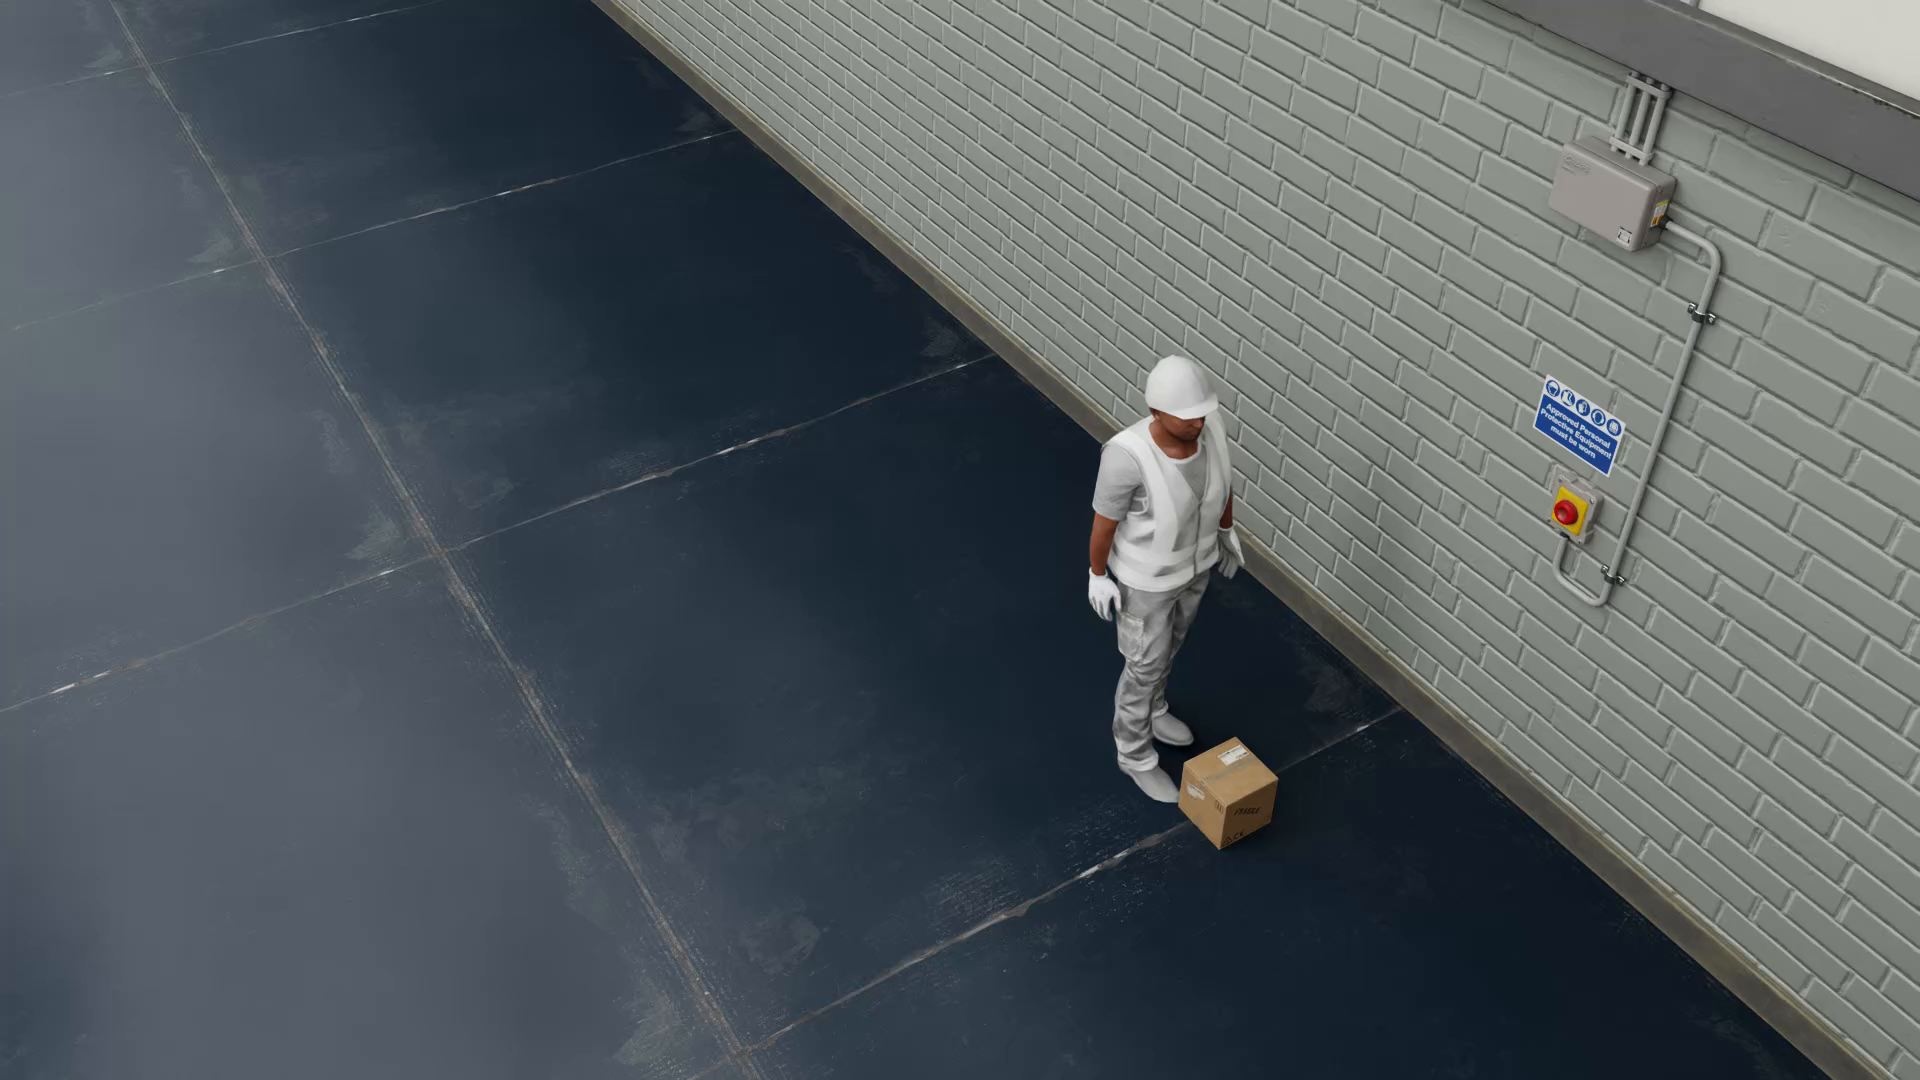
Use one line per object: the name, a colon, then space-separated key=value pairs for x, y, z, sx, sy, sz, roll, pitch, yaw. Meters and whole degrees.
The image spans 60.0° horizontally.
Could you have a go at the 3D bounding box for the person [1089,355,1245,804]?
person: x=0.806 y=0.129 z=6.005 sx=0.594 sy=1.825 sz=0.517 roll=-29 pitch=48 yaw=-30
